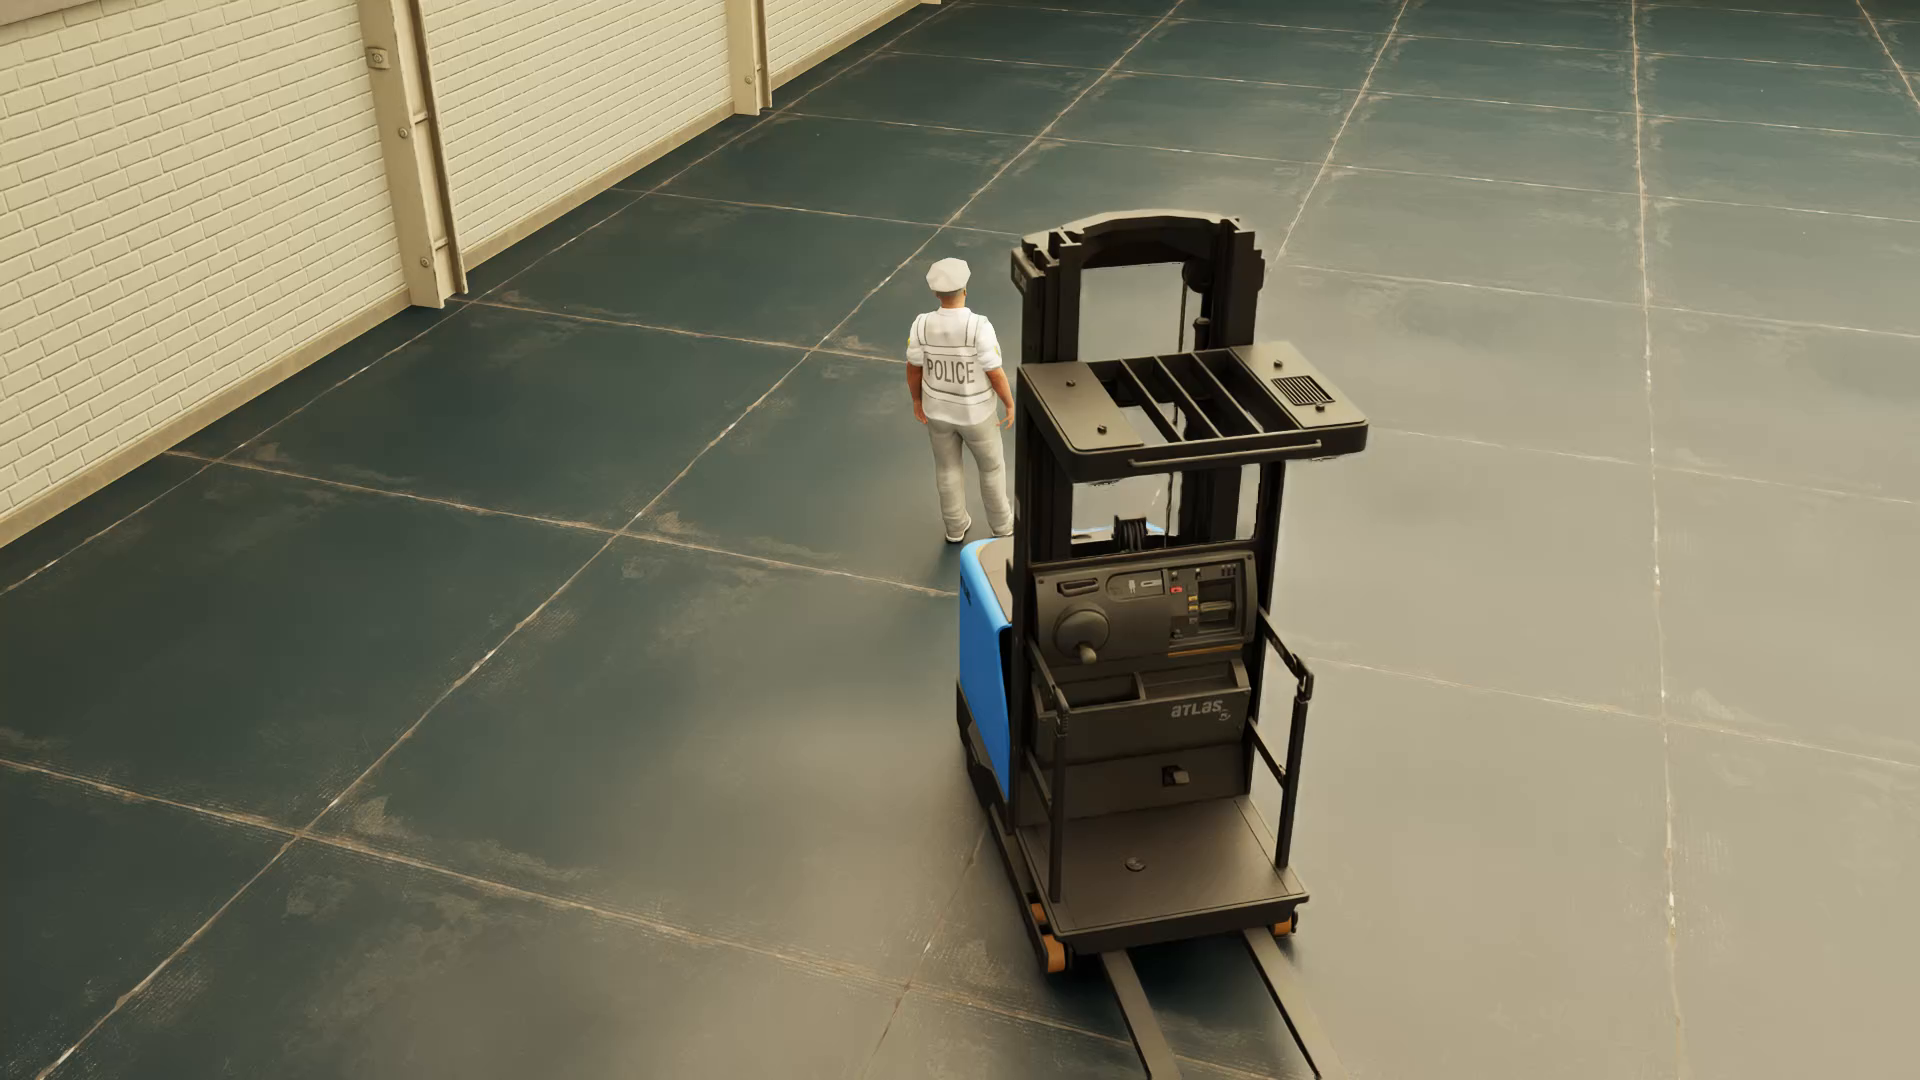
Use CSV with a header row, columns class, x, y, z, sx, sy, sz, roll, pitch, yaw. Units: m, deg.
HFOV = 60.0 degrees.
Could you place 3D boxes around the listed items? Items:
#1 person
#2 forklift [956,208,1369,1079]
class,x,y,z,sx,sy,sz,roll,pitch,yaw
person,0.036,-0.815,9.712,0.641,1.778,0.574,10,31,16
forklift,0.808,0.324,6.568,1.130,2.935,3.031,-6,30,-11
